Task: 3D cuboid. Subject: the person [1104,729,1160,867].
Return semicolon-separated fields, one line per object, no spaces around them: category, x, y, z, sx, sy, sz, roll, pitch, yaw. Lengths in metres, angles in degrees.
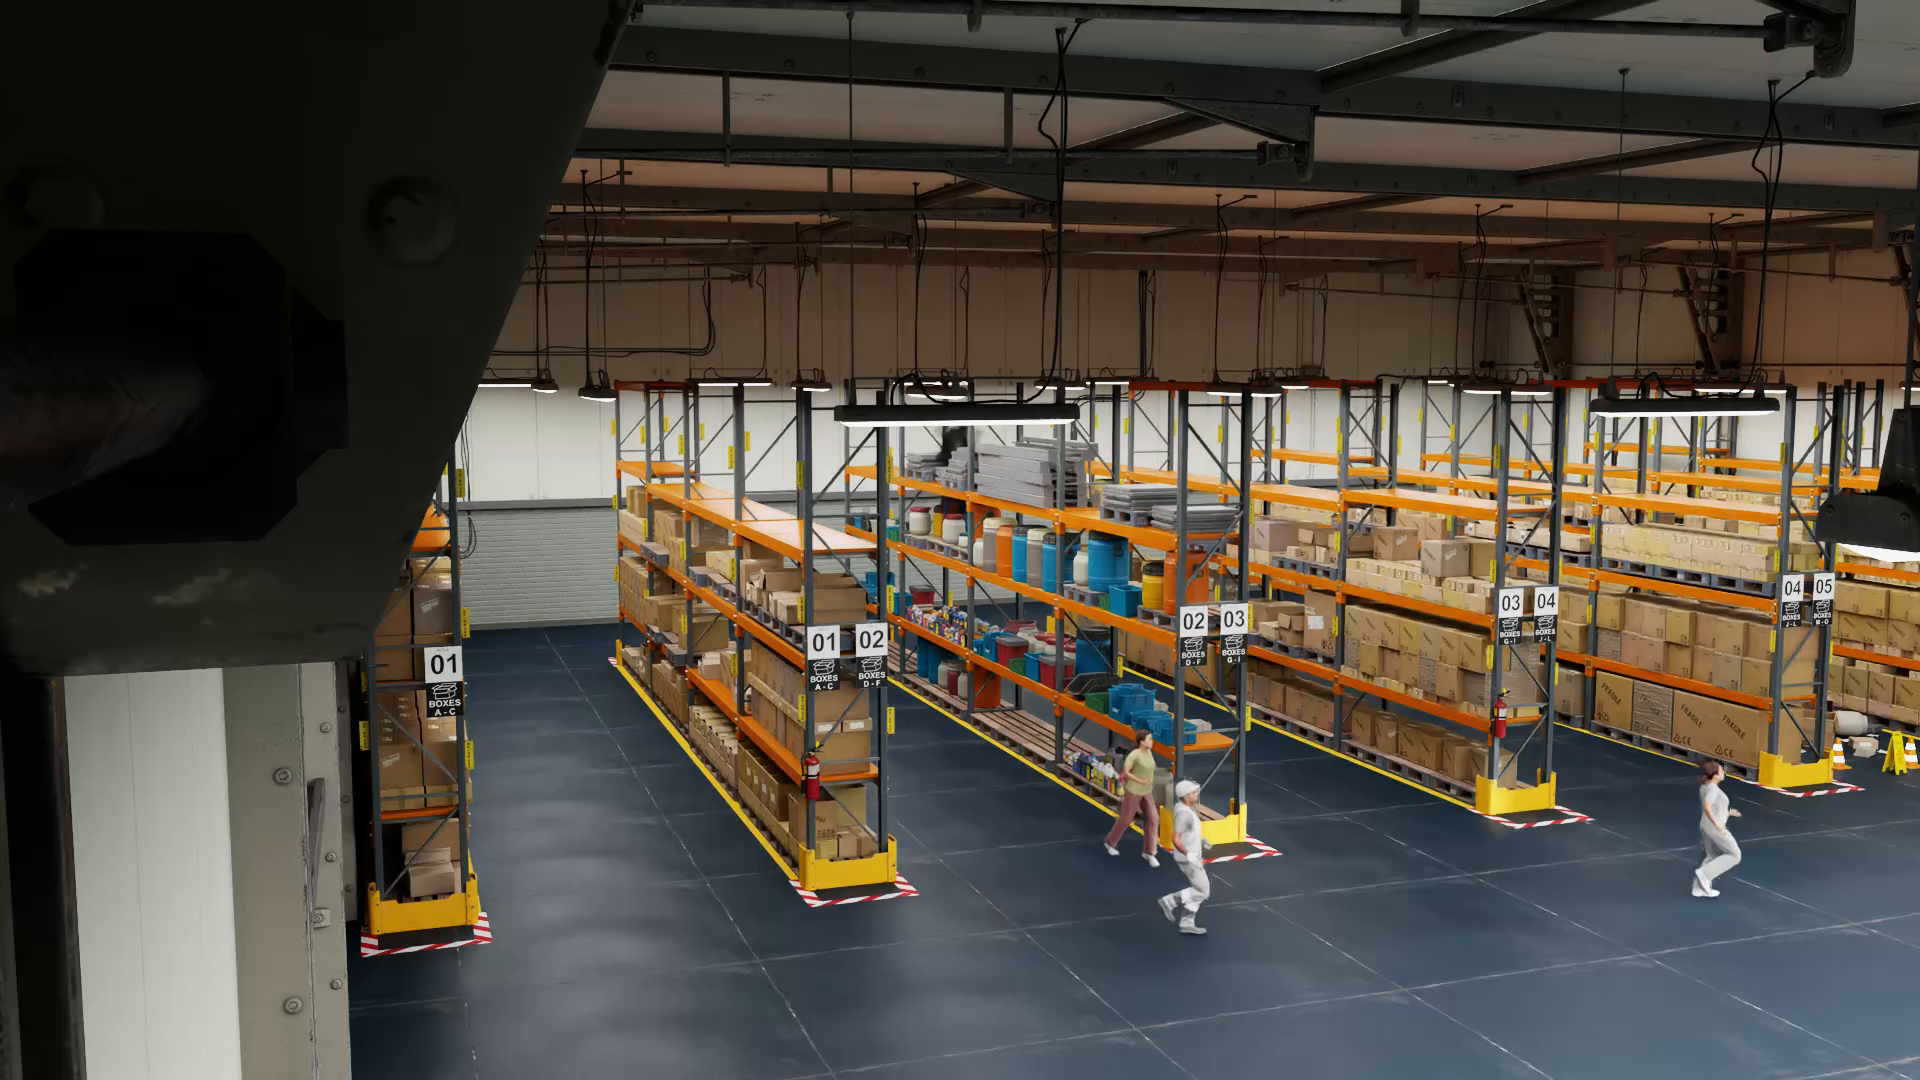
person;2.301;3.263;21.251;0.634;1.715;0.809;-6;8;-42

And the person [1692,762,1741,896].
person;8.993;3.432;19.724;0.545;1.624;0.552;0;6;4

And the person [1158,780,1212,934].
person;2.507;3.523;18.492;0.596;1.737;0.669;1;6;7
